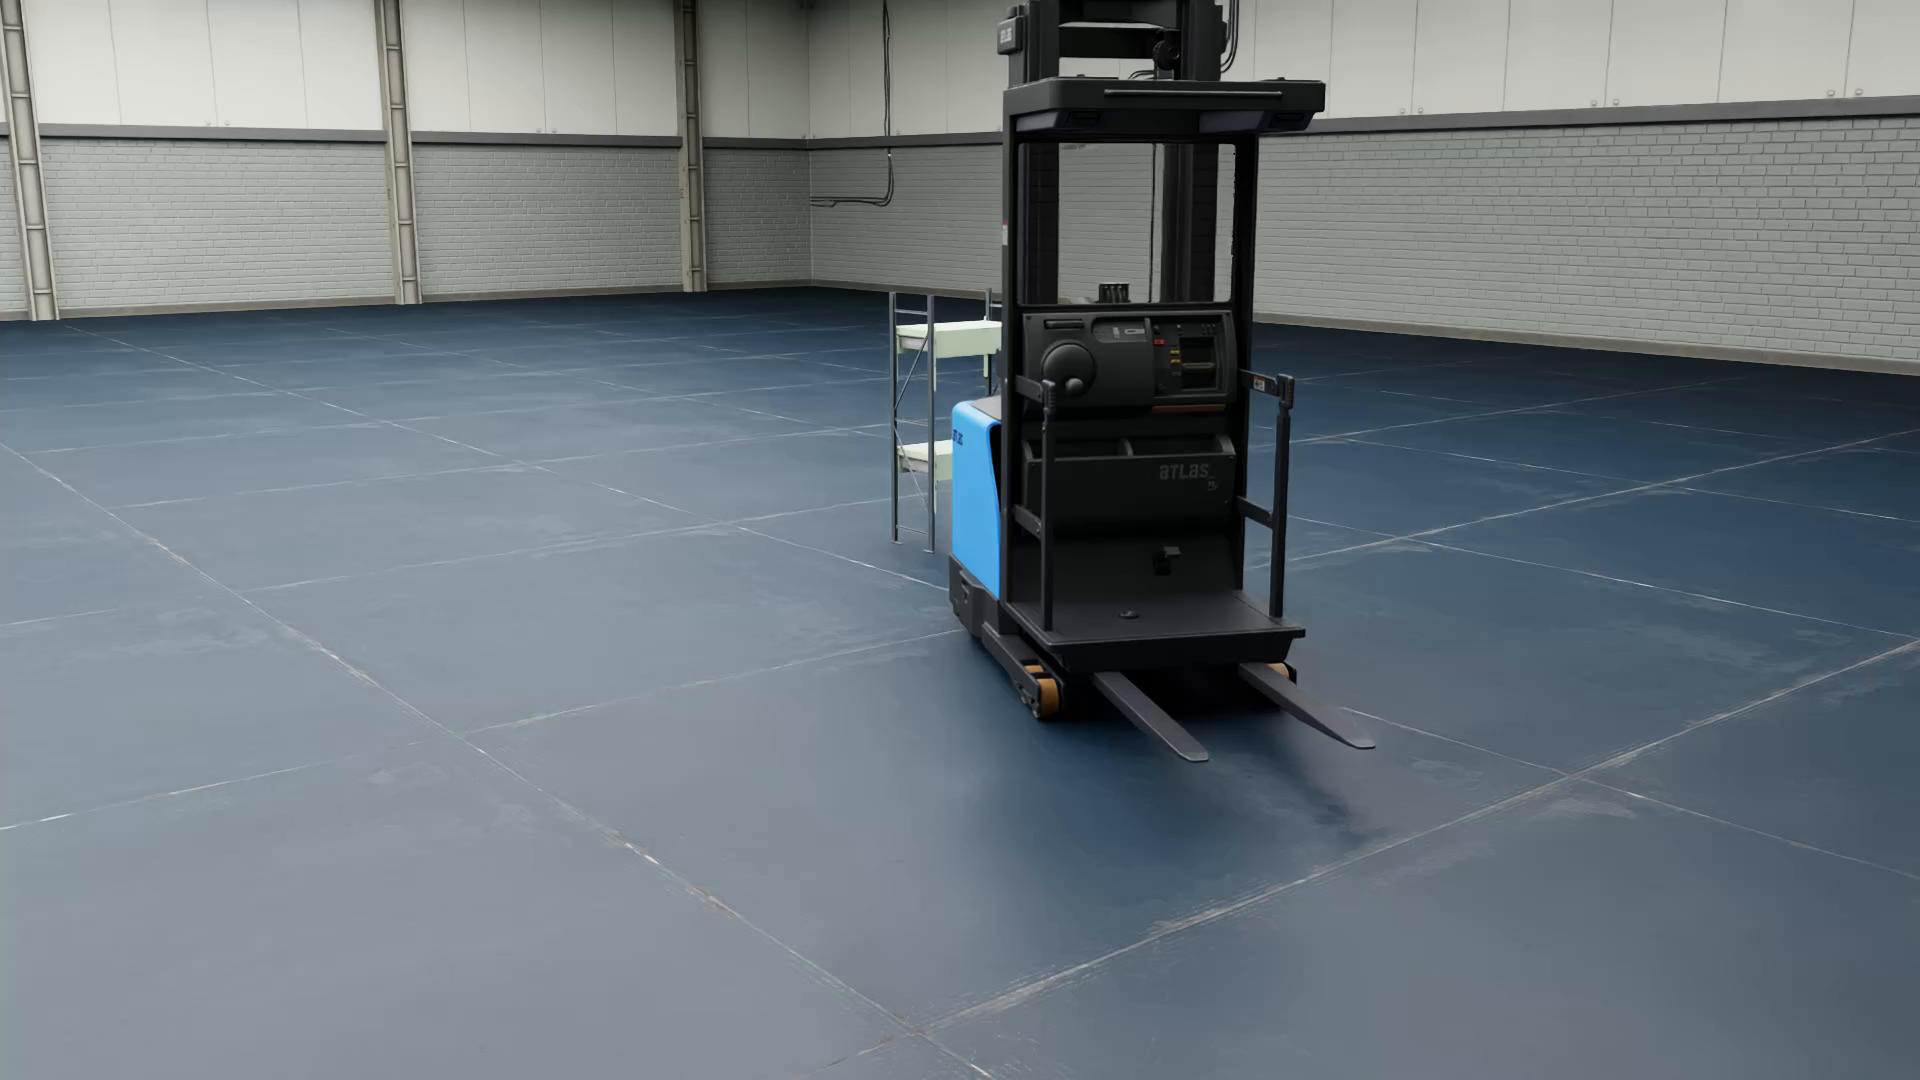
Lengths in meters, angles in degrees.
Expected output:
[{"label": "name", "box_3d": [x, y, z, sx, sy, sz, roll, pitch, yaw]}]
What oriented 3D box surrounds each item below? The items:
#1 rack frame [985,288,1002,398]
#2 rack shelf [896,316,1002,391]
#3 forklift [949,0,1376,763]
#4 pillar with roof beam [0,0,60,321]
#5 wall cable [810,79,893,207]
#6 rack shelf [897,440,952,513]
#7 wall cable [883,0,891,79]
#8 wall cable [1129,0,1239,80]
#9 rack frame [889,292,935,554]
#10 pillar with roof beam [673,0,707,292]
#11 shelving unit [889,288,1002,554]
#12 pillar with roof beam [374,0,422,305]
[{"label": "rack frame", "box_3d": [0.291, -0.782, 10.201, 0.023, 1.500, 0.400, -9, 15, -38]}, {"label": "rack shelf", "box_3d": [0.005, -1.116, 9.896, 0.720, 0.370, 0.431, -9, 15, -38]}, {"label": "forklift", "box_3d": [0.770, -0.796, 6.823, 1.130, 2.935, 3.031, -3, 12, -12]}, {"label": "pillar with roof beam", "box_3d": [-12.142, -7.273, 22.714, 0.400, 9.000, 9.100, -9, 15, -38]}, {"label": "wall cable", "box_3d": [-2.335, -8.177, 34.448, 0.112, 2.526, 3.097, -9, 15, -38]}, {"label": "rack shelf", "box_3d": [0.005, -0.416, 10.045, 0.720, 0.370, 0.431, -9, 15, -38]}, {"label": "wall cable", "box_3d": [-0.645, -10.209, 31.857, 0.112, 2.526, 3.097, -9, 15, -38]}, {"label": "wall cable", "box_3d": [3.584, -9.817, 26.511, 0.169, 6.003, 2.305, -9, 15, -38]}, {"label": "rack frame", "box_3d": [-0.281, -0.687, 9.753, 0.023, 1.500, 0.400, -9, 15, -38]}, {"label": "pillar with roof beam", "box_3d": [-2.772, -8.830, 30.047, 0.400, 9.000, 9.100, -9, 15, -38]}, {"label": "shelving unit", "box_3d": [0.005, -0.735, 9.977, 0.755, 1.500, 0.431, -9, 15, -38]}, {"label": "pillar with roof beam", "box_3d": [-7.457, -8.051, 26.380, 0.400, 9.000, 9.100, -9, 15, -38]}]
